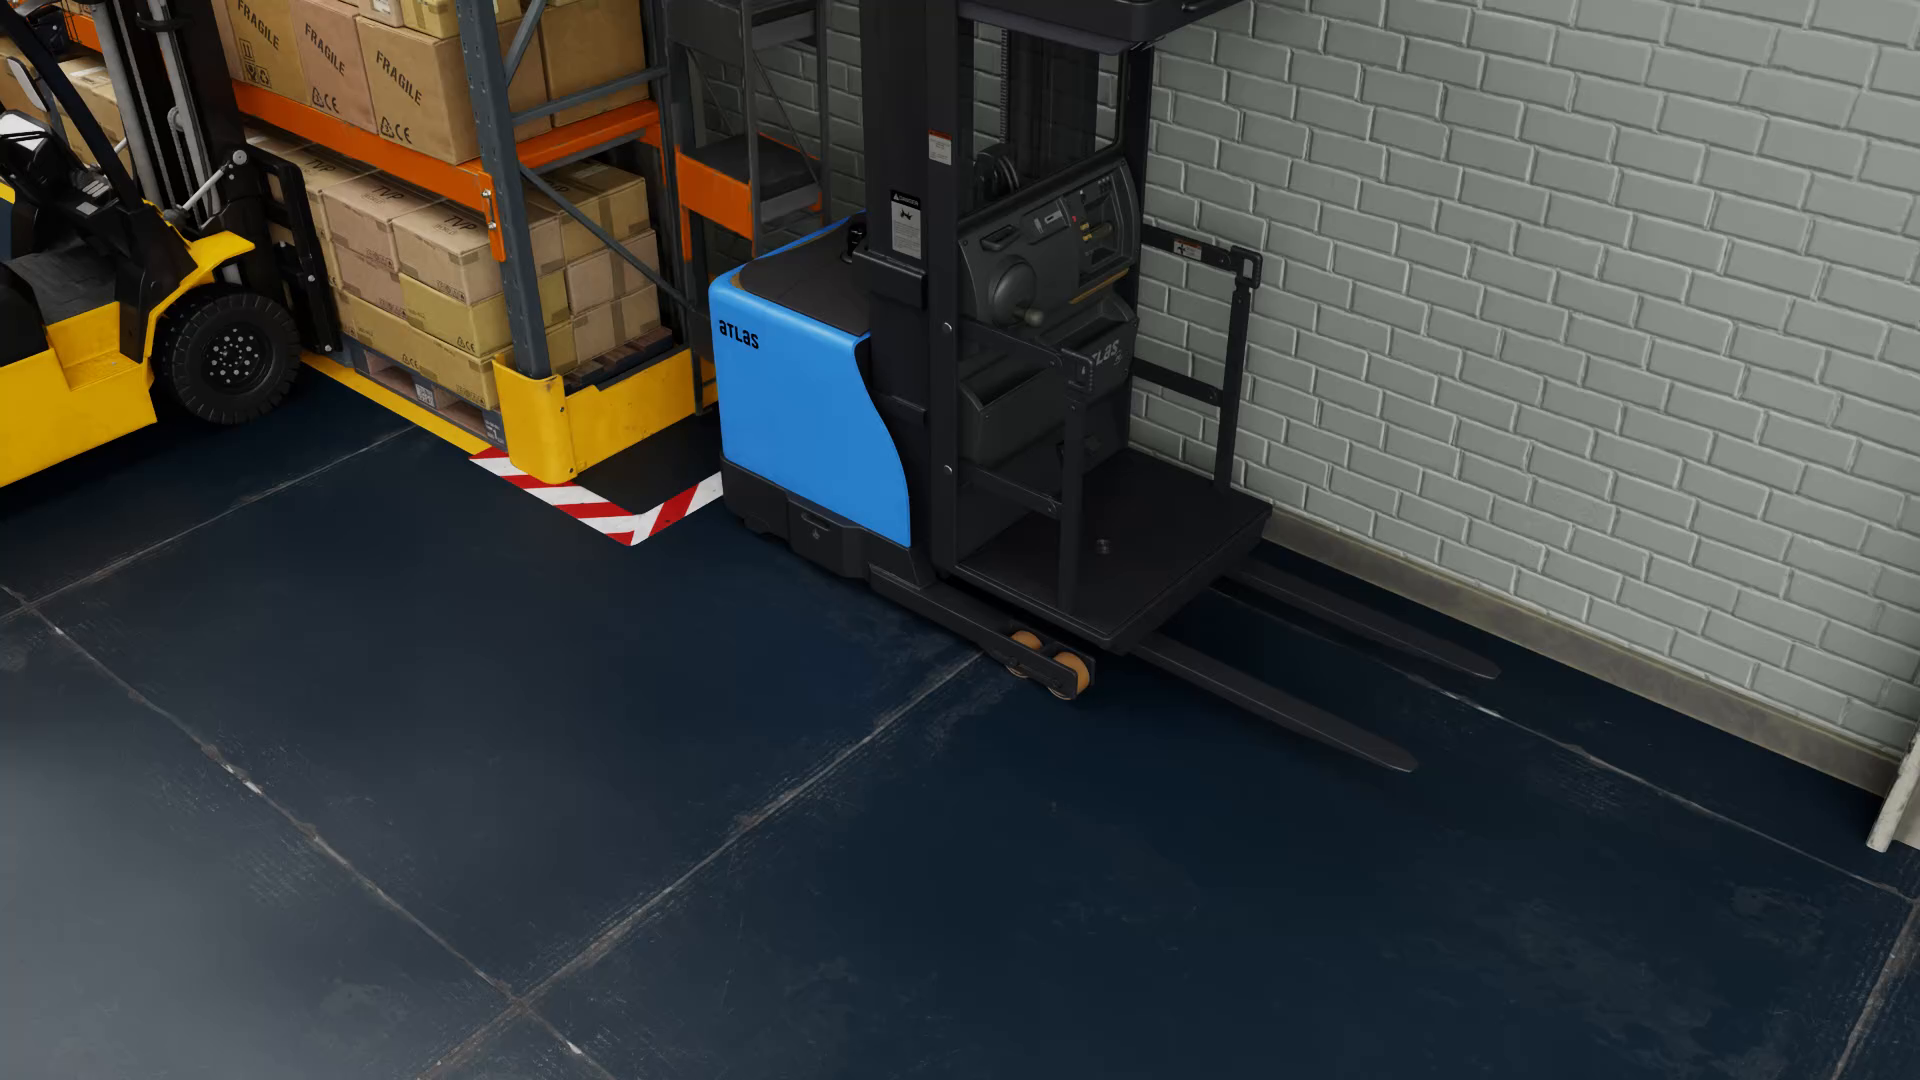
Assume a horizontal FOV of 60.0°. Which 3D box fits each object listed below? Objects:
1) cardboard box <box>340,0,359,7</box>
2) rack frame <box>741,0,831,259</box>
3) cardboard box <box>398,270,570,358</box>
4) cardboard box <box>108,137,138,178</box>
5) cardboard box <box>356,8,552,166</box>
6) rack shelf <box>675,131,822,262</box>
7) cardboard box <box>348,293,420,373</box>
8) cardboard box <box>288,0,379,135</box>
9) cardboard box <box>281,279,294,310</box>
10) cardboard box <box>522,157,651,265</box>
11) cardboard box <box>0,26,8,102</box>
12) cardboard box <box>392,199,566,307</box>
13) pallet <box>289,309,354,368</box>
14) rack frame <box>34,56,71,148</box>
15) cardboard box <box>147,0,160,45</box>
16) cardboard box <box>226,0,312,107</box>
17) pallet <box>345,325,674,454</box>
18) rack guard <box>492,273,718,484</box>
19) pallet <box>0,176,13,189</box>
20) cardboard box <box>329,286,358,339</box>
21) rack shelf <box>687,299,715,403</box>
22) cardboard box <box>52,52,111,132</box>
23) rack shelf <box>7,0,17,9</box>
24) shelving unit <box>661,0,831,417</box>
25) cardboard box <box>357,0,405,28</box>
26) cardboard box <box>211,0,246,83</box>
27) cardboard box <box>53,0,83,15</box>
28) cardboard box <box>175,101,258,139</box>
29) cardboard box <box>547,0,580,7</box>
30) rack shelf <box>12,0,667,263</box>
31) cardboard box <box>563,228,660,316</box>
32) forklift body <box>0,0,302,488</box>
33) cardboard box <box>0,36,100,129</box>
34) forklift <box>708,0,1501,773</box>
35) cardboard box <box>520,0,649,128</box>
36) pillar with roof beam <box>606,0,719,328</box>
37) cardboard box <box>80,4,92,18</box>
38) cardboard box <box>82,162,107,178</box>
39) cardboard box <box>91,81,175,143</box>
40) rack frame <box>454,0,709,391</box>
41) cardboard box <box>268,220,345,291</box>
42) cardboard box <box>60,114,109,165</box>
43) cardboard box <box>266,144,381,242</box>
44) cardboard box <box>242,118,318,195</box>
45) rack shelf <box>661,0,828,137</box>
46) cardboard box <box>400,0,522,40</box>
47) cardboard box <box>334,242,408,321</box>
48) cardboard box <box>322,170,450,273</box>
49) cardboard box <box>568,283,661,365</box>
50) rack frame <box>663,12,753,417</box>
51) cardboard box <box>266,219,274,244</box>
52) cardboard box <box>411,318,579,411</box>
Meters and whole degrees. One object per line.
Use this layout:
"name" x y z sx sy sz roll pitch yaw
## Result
"cardboard box" -2.324 -2.296 6.782 0.250 0.149 0.380 26 42 33
"rack frame" -0.681 -1.283 6.764 0.015 2.100 0.400 31 45 34
"cardboard box" -2.077 -1.069 7.274 0.500 0.250 0.500 25 41 31
"cardboard box" -4.014 -1.987 8.610 0.500 0.250 0.500 25 42 32
"cardboard box" -2.049 -1.889 6.762 0.500 0.500 0.500 24 41 31
"rack shelf" -0.855 -1.376 6.909 0.480 0.518 0.431 31 45 34
"cardboard box" -2.442 -1.040 7.673 0.500 0.250 0.500 25 42 32
"cardboard box" -2.442 -2.081 7.042 0.500 0.500 0.500 27 43 33
"cardboard box" -3.234 -1.404 8.202 0.500 0.250 0.500 27 43 33
"cardboard box" -1.751 -1.492 7.447 0.500 0.250 0.500 25 41 31
"cardboard box" -5.576 -2.895 10.043 0.625 0.625 0.875 25 42 31
"cardboard box" -2.056 -1.266 7.119 0.500 0.250 0.500 27 43 33
"pallet" -3.050 -1.335 8.507 1.213 0.211 1.003 25 42 32
"rack frame" -4.577 -3.232 8.807 0.127 3.000 1.000 25 42 32
"cardboard box" -3.602 -2.635 7.849 0.500 0.500 0.500 25 42 31
"cardboard box" -2.836 -2.266 7.312 0.500 0.500 0.500 24 41 31
"pallet" -2.117 -0.893 7.863 1.213 0.211 1.003 25 42 32
"rack guard" -1.484 -0.744 7.392 0.348 0.500 1.175 25 42 32
"pallet" -5.168 -2.333 9.960 1.213 0.211 1.003 25 42 32
"cardboard box" -2.821 -1.225 7.942 0.500 0.250 0.500 26 42 32
"rack shelf" -0.871 -0.809 7.318 0.480 0.518 0.431 31 45 34
"cardboard box" -4.406 -2.372 8.729 0.500 0.250 0.500 25 41 31
"rack shelf" -6.114 -3.660 10.065 4.000 0.370 1.077 25 42 32
"shelving unit" -0.854 -1.387 6.901 0.503 2.100 0.431 31 45 34
"cardboard box" -2.164 -2.175 6.607 0.250 0.149 0.380 26 42 33
"cardboard box" -3.229 -2.443 7.570 0.500 0.500 0.500 26 42 32
"cardboard box" -4.403 -2.999 8.379 0.500 0.500 0.500 24 41 31
"cardboard box" -3.629 -2.008 8.198 0.500 0.250 0.500 27 43 33
"cardboard box" -1.597 -2.328 6.829 0.250 0.149 0.380 24 41 31
"rack shelf" -3.040 -2.211 7.956 4.000 0.370 1.077 25 42 32
"cardboard box" -1.731 -1.290 7.595 0.500 0.250 0.500 26 42 33
"forklift body" -4.127 -1.327 6.782 1.214 2.155 2.313 25 42 32
"cardboard box" -4.985 -2.611 9.628 0.625 0.625 0.875 27 43 34
"forklift" 0.482 -0.980 5.588 3.031 2.935 1.130 25 42 32
"cardboard box" -1.706 -2.125 7.106 0.500 0.500 0.500 27 43 33
"pillar with roof beam" -4.215 -3.028 3.210 0.400 9.000 9.100 25 42 32
"cardboard box" -3.992 -2.818 8.115 0.500 0.500 0.500 26 42 33
"cardboard box" -4.417 -1.953 9.002 0.500 0.250 0.500 26 42 32
"cardboard box" -4.019 -2.183 8.453 0.500 0.250 0.500 25 42 32
"rack frame" -1.503 -1.783 6.697 0.127 3.000 1.000 25 42 32
"cardboard box" -2.865 -1.434 7.804 0.500 0.250 0.500 24 41 31
"cardboard box" -4.402 -2.169 8.874 0.500 0.250 0.500 25 42 32
"cardboard box" -2.846 -1.627 7.644 0.500 0.250 0.500 26 42 32
"cardboard box" -3.231 -1.814 7.916 0.500 0.250 0.500 24 41 31
"rack shelf" -0.838 -1.943 6.499 0.480 0.518 0.431 31 45 34
"cardboard box" -1.948 -2.096 6.491 0.250 0.149 0.380 26 42 32
"cardboard box" -2.455 -1.256 7.545 0.500 0.250 0.500 25 42 31
"cardboard box" -2.452 -1.449 7.385 0.500 0.250 0.500 26 42 33
"cardboard box" -1.755 -1.086 7.740 0.500 0.250 0.500 25 42 32
"rack frame" -1.028 -1.491 7.037 0.015 2.100 0.400 31 45 34
"cardboard box" -3.248 -1.616 8.070 0.500 0.250 0.500 25 42 32
"cardboard box" -2.066 -0.856 7.404 0.500 0.250 0.500 26 42 32
